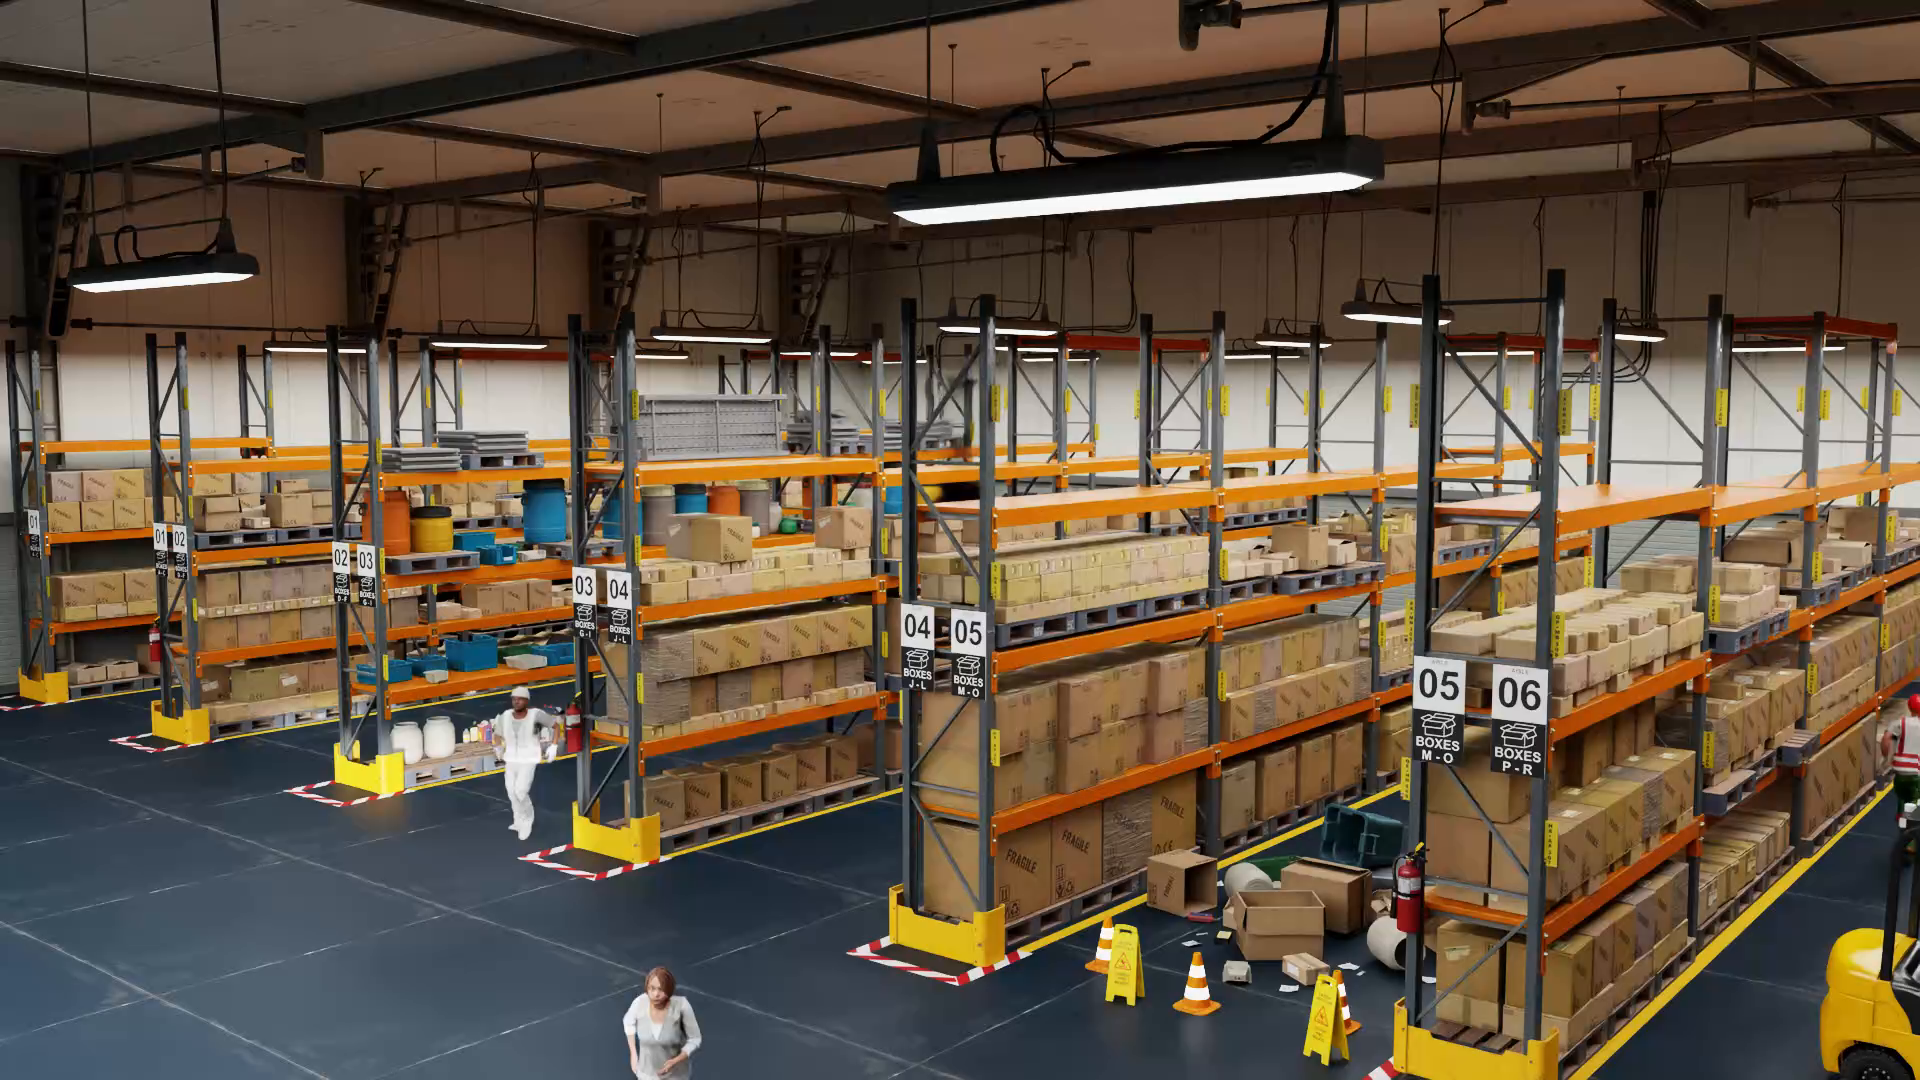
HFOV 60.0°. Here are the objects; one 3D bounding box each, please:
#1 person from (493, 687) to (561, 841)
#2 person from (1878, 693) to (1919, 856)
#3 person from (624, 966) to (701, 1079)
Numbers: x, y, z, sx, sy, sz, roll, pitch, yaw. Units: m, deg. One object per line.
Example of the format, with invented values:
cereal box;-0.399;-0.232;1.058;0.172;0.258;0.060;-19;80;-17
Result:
person;-5.035;2.568;19.132;0.701;1.785;0.714;1;5;13
person;10.530;2.610;18.377;0.646;1.840;0.886;4;6;36
person;-1.901;3.443;10.603;0.511;1.540;0.588;0;5;-4
